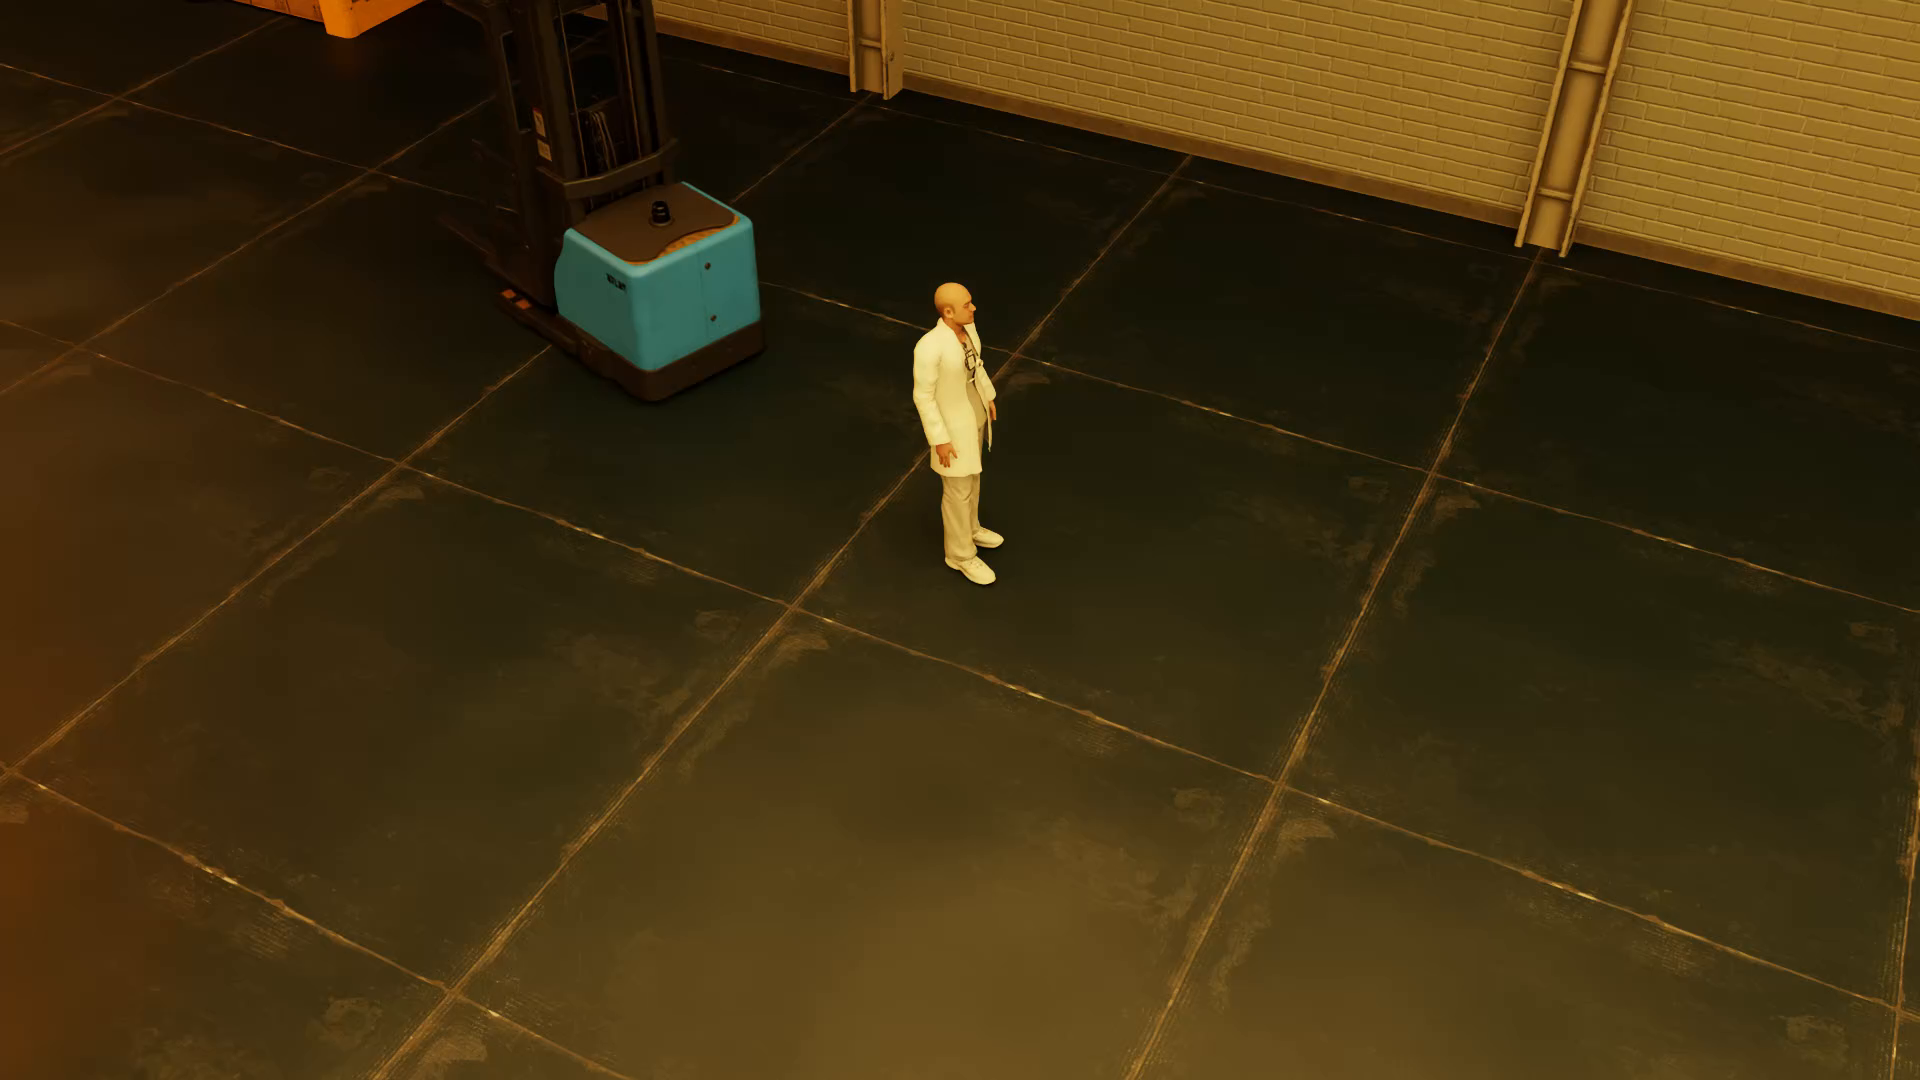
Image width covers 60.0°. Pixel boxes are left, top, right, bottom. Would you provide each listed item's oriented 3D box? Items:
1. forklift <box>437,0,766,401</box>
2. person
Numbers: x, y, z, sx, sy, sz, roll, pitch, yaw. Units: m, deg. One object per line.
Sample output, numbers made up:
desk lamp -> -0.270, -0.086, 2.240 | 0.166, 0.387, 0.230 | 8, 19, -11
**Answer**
forklift -> -2.765, -2.912, 11.444 | 1.130, 2.935, 3.031 | -32, 50, -32
person -> 0.078, -0.656, 9.649 | 0.581, 1.776, 0.696 | 18, 43, 21
